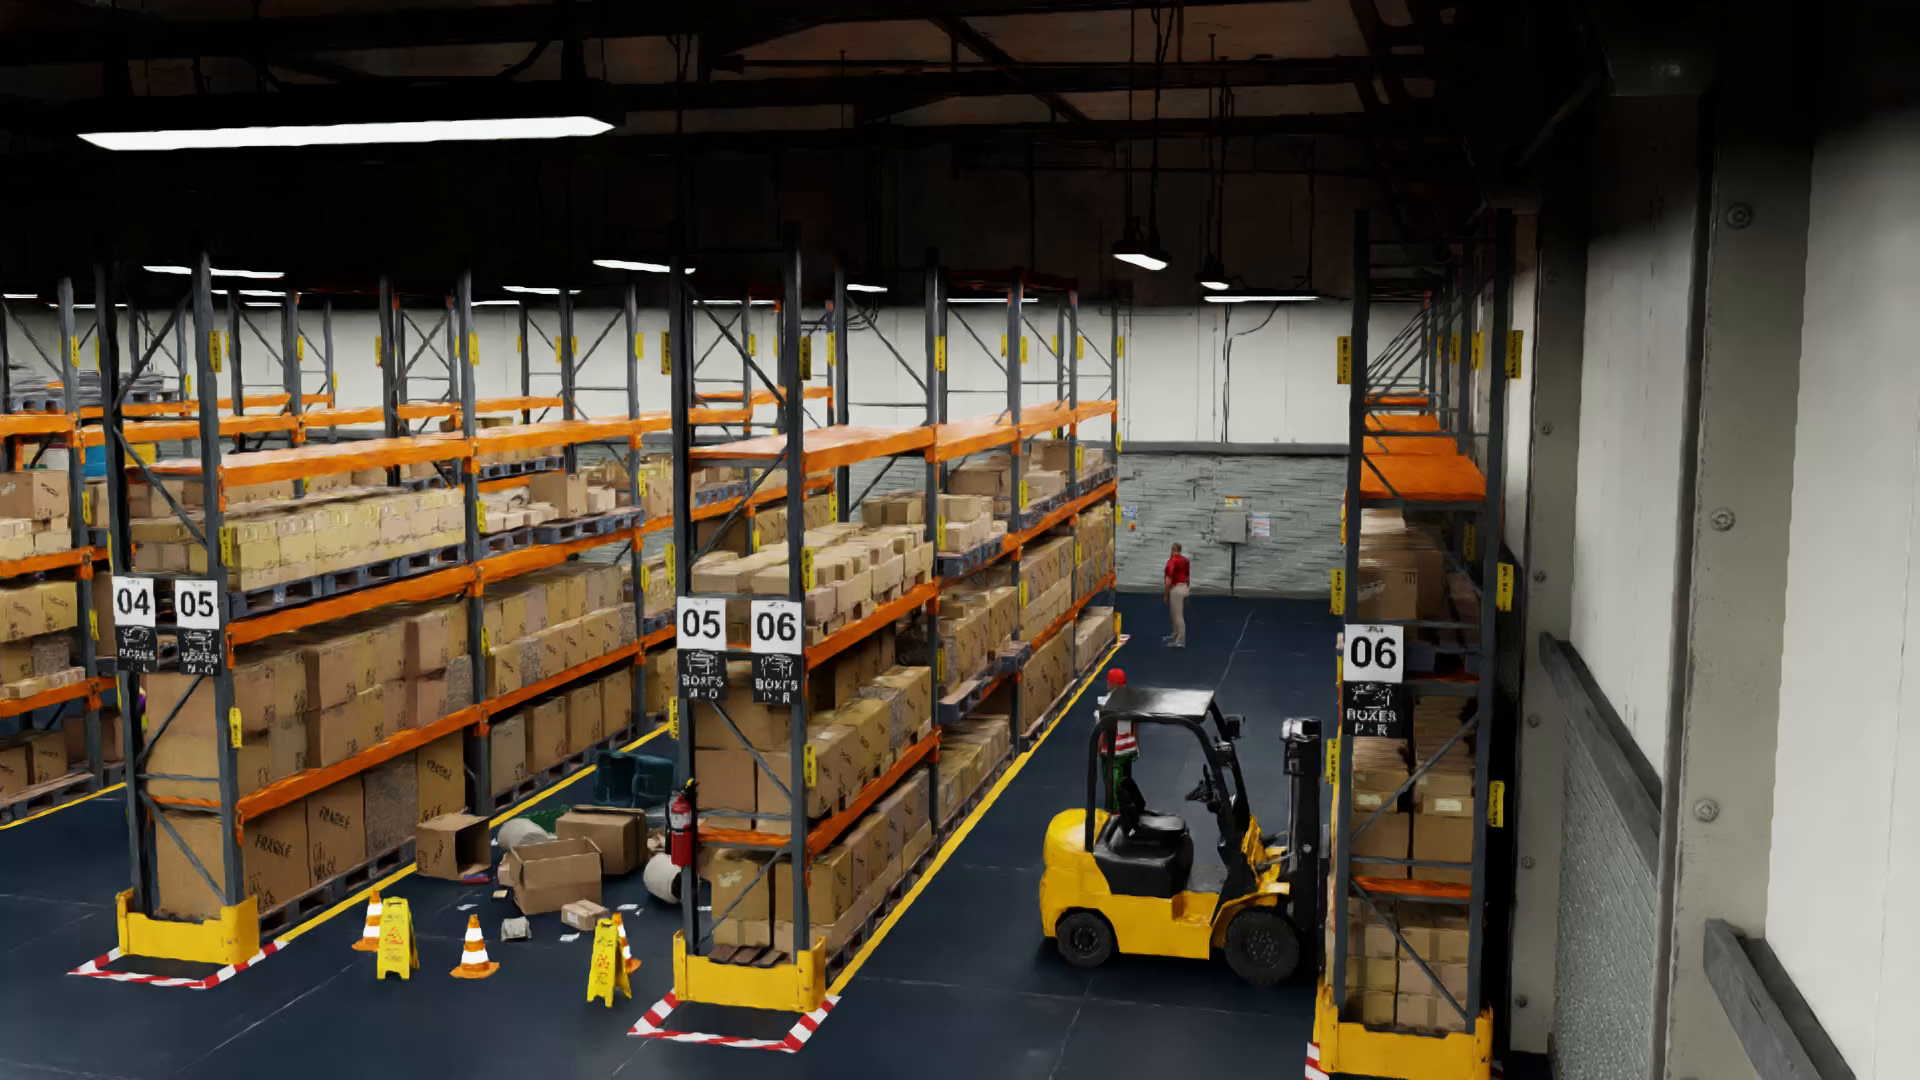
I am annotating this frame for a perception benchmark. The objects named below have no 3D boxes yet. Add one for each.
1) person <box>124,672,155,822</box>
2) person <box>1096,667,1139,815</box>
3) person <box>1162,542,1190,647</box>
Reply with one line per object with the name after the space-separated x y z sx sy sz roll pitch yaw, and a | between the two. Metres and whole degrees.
-8.641 2.146 17.634 0.456 1.763 0.610 -2 7 -14 | person
1.588 2.184 17.099 0.560 1.779 0.653 7 10 43 | person
3.609 0.893 27.939 0.594 1.721 0.667 5 9 36 | person
